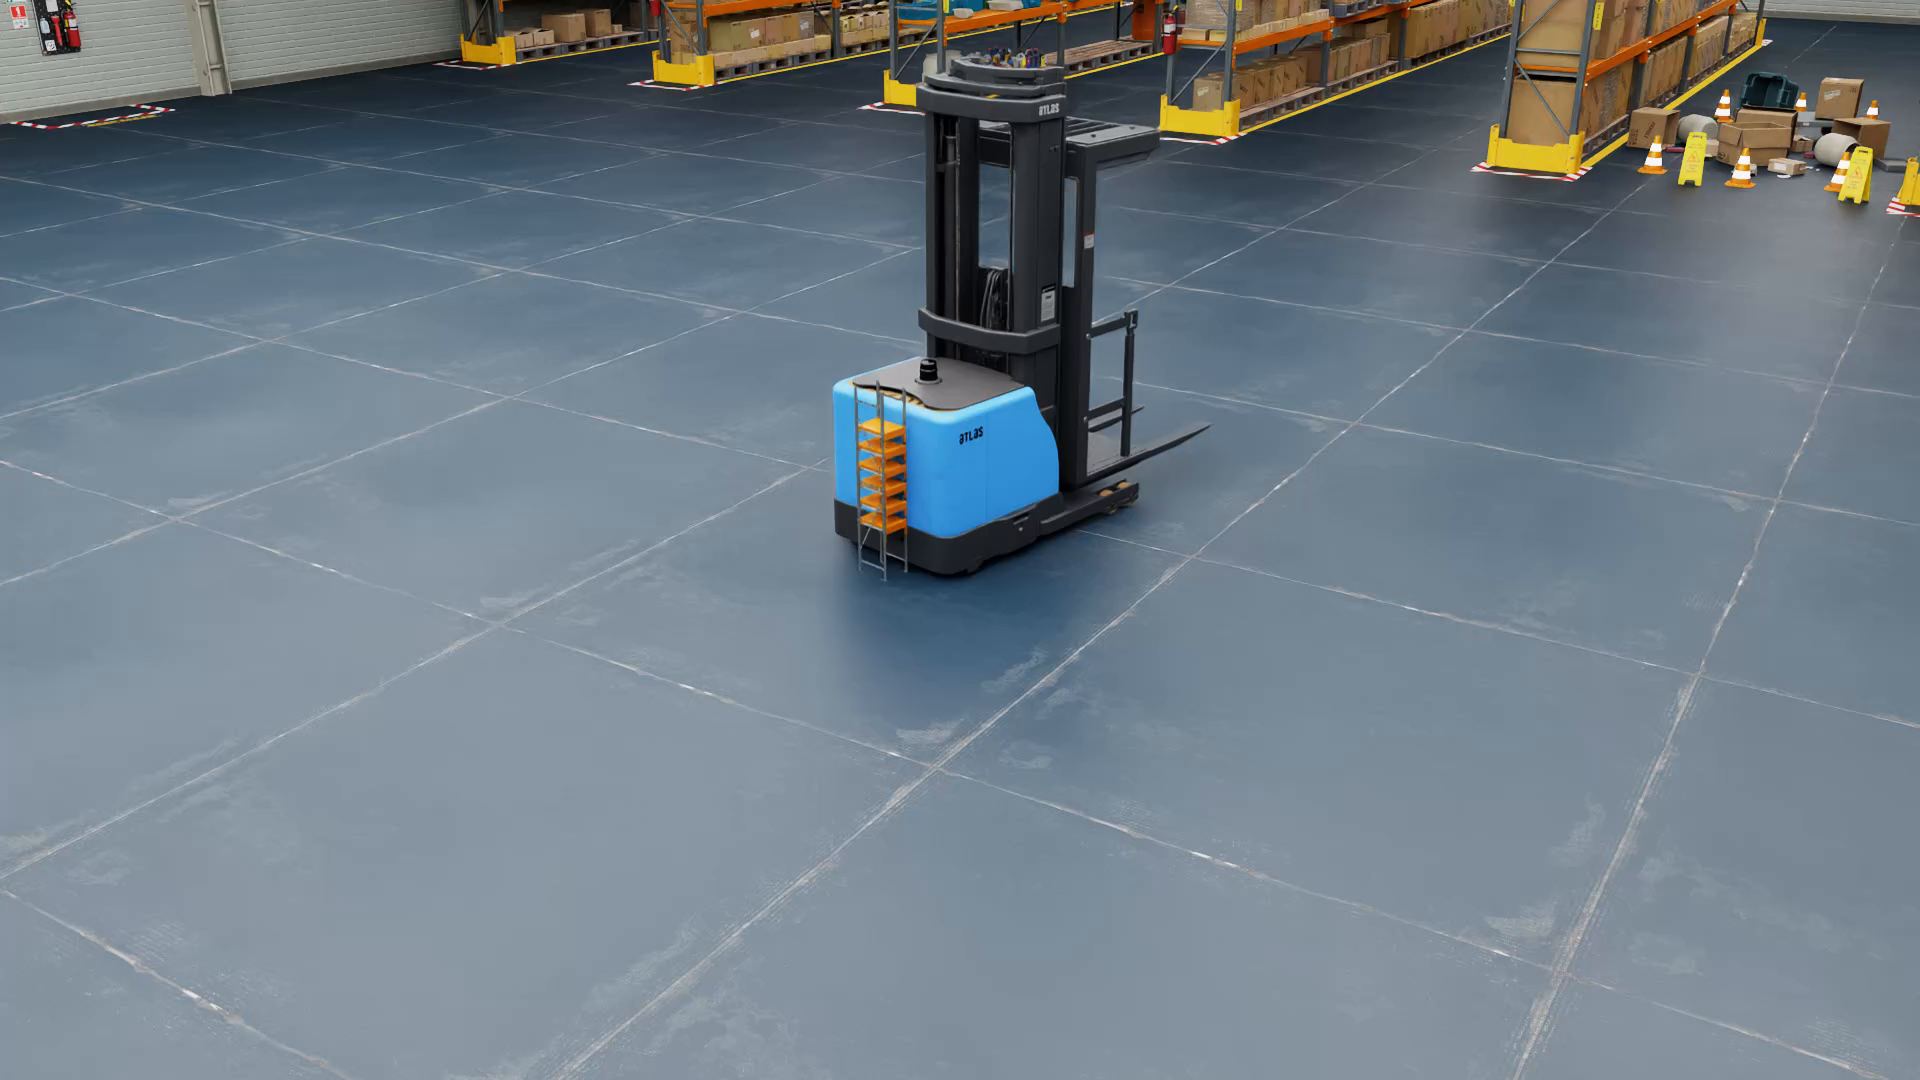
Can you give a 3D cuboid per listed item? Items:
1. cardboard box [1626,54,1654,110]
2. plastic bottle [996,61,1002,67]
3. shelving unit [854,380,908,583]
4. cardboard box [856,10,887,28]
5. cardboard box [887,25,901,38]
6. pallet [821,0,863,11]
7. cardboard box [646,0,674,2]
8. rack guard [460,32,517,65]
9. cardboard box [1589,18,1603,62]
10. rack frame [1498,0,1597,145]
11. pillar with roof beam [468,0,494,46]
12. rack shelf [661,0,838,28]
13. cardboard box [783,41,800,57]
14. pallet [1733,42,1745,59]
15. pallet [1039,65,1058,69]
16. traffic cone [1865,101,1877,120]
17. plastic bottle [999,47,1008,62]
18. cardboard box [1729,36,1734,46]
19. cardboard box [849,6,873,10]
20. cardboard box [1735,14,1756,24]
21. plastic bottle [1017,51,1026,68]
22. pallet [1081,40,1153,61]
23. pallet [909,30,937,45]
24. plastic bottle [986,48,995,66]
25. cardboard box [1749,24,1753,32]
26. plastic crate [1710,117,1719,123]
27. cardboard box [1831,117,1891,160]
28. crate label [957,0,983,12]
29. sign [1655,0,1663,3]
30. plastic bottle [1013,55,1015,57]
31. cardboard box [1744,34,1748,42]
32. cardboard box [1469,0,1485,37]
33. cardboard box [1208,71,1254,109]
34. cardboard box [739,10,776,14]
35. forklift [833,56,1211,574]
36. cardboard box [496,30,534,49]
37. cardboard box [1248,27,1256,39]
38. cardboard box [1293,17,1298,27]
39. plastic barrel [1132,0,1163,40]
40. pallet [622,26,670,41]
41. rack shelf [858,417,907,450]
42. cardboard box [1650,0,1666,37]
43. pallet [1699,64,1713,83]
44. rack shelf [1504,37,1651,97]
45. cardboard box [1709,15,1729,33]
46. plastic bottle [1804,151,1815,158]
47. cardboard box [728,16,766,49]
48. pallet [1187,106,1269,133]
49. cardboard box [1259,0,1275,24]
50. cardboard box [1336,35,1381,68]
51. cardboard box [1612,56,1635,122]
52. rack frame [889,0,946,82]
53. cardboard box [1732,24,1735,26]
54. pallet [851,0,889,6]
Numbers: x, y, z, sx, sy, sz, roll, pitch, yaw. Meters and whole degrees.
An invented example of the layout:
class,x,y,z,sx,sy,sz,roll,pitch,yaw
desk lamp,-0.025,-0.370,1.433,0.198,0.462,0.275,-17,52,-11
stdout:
class,x,y,z,sx,sy,sz,roll,pitch,yaw
cardboard box,10.044,-7.114,25.712,1.050,0.750,0.750,14,27,29
plastic bottle,0.671,-8.062,28.462,0.061,0.283,0.133,14,27,30
shelving unit,-0.474,-0.349,10.046,0.258,1.200,0.189,20,31,39
cardboard box,-1.811,-10.495,33.444,0.500,0.311,0.500,13,27,27
cardboard box,-1.547,-10.411,33.955,0.500,0.250,0.500,14,27,30
pallet,-3.115,-13.058,40.647,1.003,0.211,1.213,14,27,29
cardboard box,-6.388,-11.714,35.681,0.500,0.250,0.500,13,27,28
rack guard,-9.061,-9.442,31.931,1.175,0.500,0.348,14,27,29
cardboard box,8.112,-6.770,22.423,0.875,0.550,0.550,14,27,29
rack frame,7.683,-6.376,21.702,1.000,3.000,0.127,14,27,29
pillar with roof beam,-5.810,-12.832,29.064,9.100,9.000,0.400,14,27,29
rack shelf,-3.836,-9.871,30.682,1.077,0.370,4.000,14,27,29
cardboard box,-3.363,-9.267,31.312,0.500,0.250,0.500,14,27,29
pallet,14.980,-9.794,33.107,1.003,0.211,1.213,14,27,29
pallet,1.035,-8.340,29.749,1.003,0.211,1.213,14,27,29
traffic cone,13.517,-6.270,24.652,0.336,0.463,0.334,14,27,29
plastic bottle,0.769,-8.608,29.639,0.144,0.351,0.185,14,27,29
cardboard box,14.476,-9.502,31.609,0.380,0.149,0.250,15,28,31
cardboard box,-2.008,-10.775,34.091,0.500,0.311,0.500,13,27,28
cardboard box,15.849,-10.515,33.574,0.380,0.149,0.250,13,27,28
plastic bottle,1.059,-8.372,29.094,0.144,0.351,0.185,14,27,29
pallet,3.093,-9.654,32.785,1.003,0.211,1.213,14,27,29
pallet,-1.139,-10.677,35.148,1.003,0.211,1.213,14,27,29
plastic bottle,0.547,-8.574,29.561,0.144,0.351,0.185,13,26,27
cardboard box,15.815,-10.383,33.645,0.380,0.149,0.250,13,26,27
plastic crate,10.815,-6.129,24.598,0.662,0.188,0.450,-12,16,-26
cardboard box,12.331,-5.500,22.823,0.500,0.500,0.500,-7,24,-17
crate label,0.056,-9.181,28.138,0.502,0.435,0.616,14,27,29
sign,10.266,-8.044,24.365,0.100,0.325,0.005,14,27,29
plastic bottle,0.958,-8.354,29.137,0.061,0.283,0.133,14,27,29
cardboard box,15.560,-10.075,33.306,0.380,0.149,0.250,13,26,27
cardboard box,10.269,-10.923,34.352,0.875,0.875,0.875,14,27,29
cardboard box,4.153,-6.911,25.556,0.500,0.500,0.500,-20,31,-39
cardboard box,-3.819,-9.723,31.423,0.500,0.500,0.500,14,27,29
forklift,0.565,-1.636,10.840,1.130,2.935,3.031,20,31,39
cardboard box,-8.660,-9.746,32.318,0.500,0.311,0.500,11,26,23
cardboard box,4.169,-7.542,24.712,0.380,0.149,0.250,14,27,29
cardboard box,5.068,-8.138,26.090,0.380,0.149,0.250,14,27,29
plastic barrel,3.779,-10.553,33.554,0.600,0.830,0.708,14,27,29
pallet,-6.582,-10.897,35.656,1.003,0.211,1.213,14,27,29
rack shelf,-0.474,-0.639,9.921,0.258,0.103,0.180,20,31,39
cardboard box,10.299,-7.893,25.081,0.500,0.500,0.500,14,27,30
pallet,12.961,-8.470,30.049,1.003,0.211,1.213,14,27,29
rack shelf,8.738,-6.721,23.404,1.077,0.370,4.000,14,27,29
cardboard box,13.835,-9.511,30.619,0.500,0.250,0.500,13,27,28
plastic bottle,11.778,-5.332,22.989,0.133,0.061,0.283,20,30,38
cardboard box,-3.904,-9.277,30.391,0.500,0.500,0.500,14,27,29
pallet,4.022,-6.462,25.411,1.003,0.211,1.213,14,27,29
cardboard box,4.299,-8.165,25.335,0.875,0.500,0.500,14,27,29
cardboard box,7.125,-8.784,29.858,0.700,0.500,0.500,11,26,25
cardboard box,9.402,-6.746,24.703,0.875,0.875,0.875,14,27,30
rack frame,-0.685,-8.487,26.580,1.000,3.000,0.127,14,27,29
cardboard box,14.776,-9.925,32.212,0.380,0.149,0.250,13,27,28
pallet,-2.304,-13.574,41.840,1.003,0.211,1.213,14,27,29
